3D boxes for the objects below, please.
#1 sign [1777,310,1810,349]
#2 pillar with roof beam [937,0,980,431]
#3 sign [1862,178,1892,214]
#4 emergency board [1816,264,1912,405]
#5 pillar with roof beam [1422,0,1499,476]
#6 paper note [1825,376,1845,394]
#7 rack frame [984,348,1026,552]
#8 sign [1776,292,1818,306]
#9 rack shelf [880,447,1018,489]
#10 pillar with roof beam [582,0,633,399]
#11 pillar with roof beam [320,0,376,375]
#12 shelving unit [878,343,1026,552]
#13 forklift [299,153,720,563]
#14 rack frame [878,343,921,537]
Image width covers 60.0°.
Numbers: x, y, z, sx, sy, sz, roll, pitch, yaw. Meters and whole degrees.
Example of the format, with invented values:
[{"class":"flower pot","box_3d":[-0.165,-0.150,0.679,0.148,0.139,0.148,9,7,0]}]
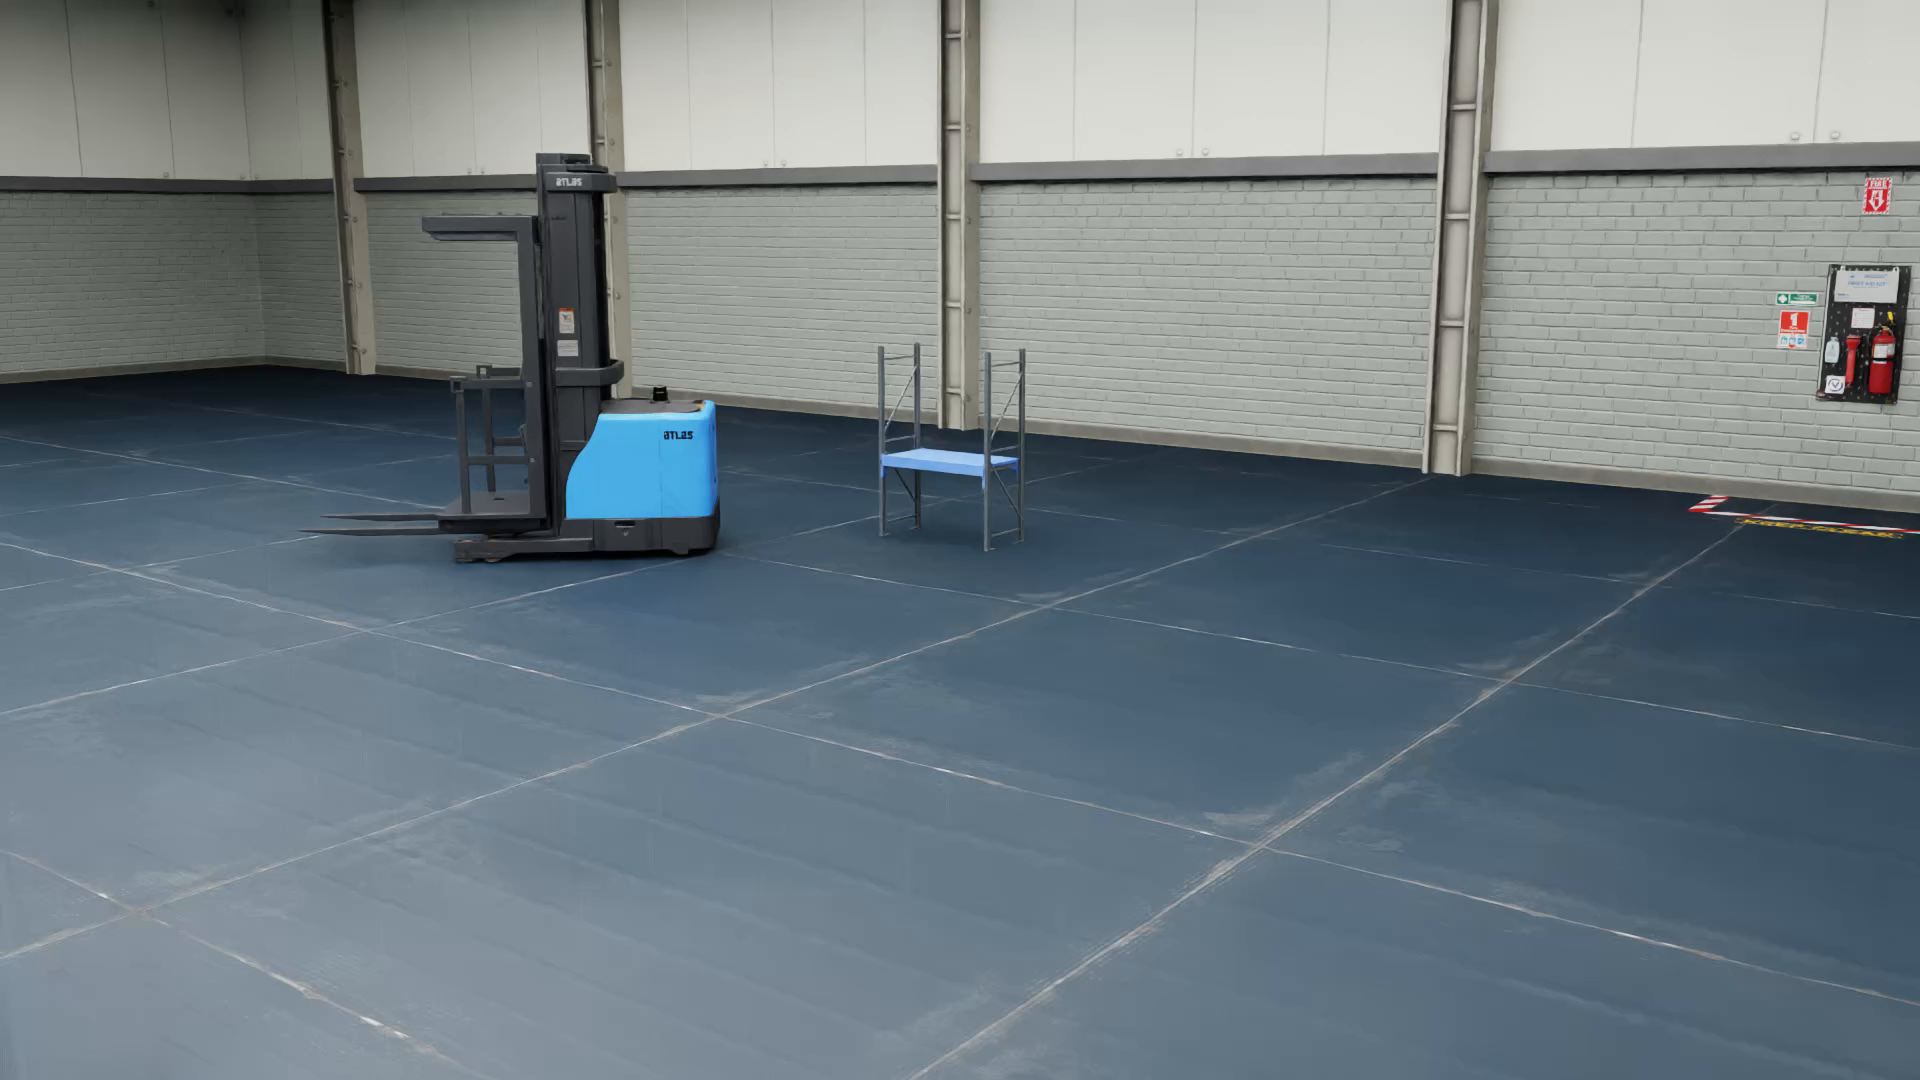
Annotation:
[{"class":"sign","box_3d":[7.303,-1.844,14.569,0.234,0.329,0.001,8,13,36]},{"class":"pillar with roof beam","box_3d":[-2.564,-5.100,15.700,0.400,9.000,9.100,8,13,36]},{"class":"sign","box_3d":[7.740,-2.903,14.033,0.199,0.298,0.001,8,13,36]},{"class":"emergency board","box_3d":[7.687,-1.748,14.169,0.643,1.169,0.194,8,13,36]},{"class":"pillar with roof beam","box_3d":[2.272,-4.426,12.213,0.400,9.000,9.100,8,13,36]},{"class":"paper note","box_3d":[7.585,-1.346,14.411,0.142,0.148,0.016,8,13,36]},{"class":"rack frame","box_3d":[0.341,-0.689,12.641,0.032,1.500,0.500,8,13,36]},{"class":"sign","box_3d":[7.301,-2.102,14.509,0.331,0.109,0.001,8,13,36]},{"class":"rack shelf","box_3d":[-0.069,-0.569,12.971,1.000,0.185,0.538,8,13,36]},{"class":"pillar with roof beam","box_3d":[-7.400,-5.775,19.187,0.400,9.000,9.100,8,13,36]},{"class":"pillar with roof beam","box_3d":[-12.236,-6.449,22.674,0.400,9.000,9.100,8,13,36]},{"class":"shelving unit","box_3d":[-0.069,-0.746,12.937,1.048,1.500,0.538,8,13,36]},{"class":"forklift","box_3d":[-3.382,-1.378,12.436,3.031,2.935,1.130,-1,11,-5]},{"class":"rack frame","box_3d":[-0.478,-0.803,13.232,0.032,1.500,0.500,8,13,36]}]
